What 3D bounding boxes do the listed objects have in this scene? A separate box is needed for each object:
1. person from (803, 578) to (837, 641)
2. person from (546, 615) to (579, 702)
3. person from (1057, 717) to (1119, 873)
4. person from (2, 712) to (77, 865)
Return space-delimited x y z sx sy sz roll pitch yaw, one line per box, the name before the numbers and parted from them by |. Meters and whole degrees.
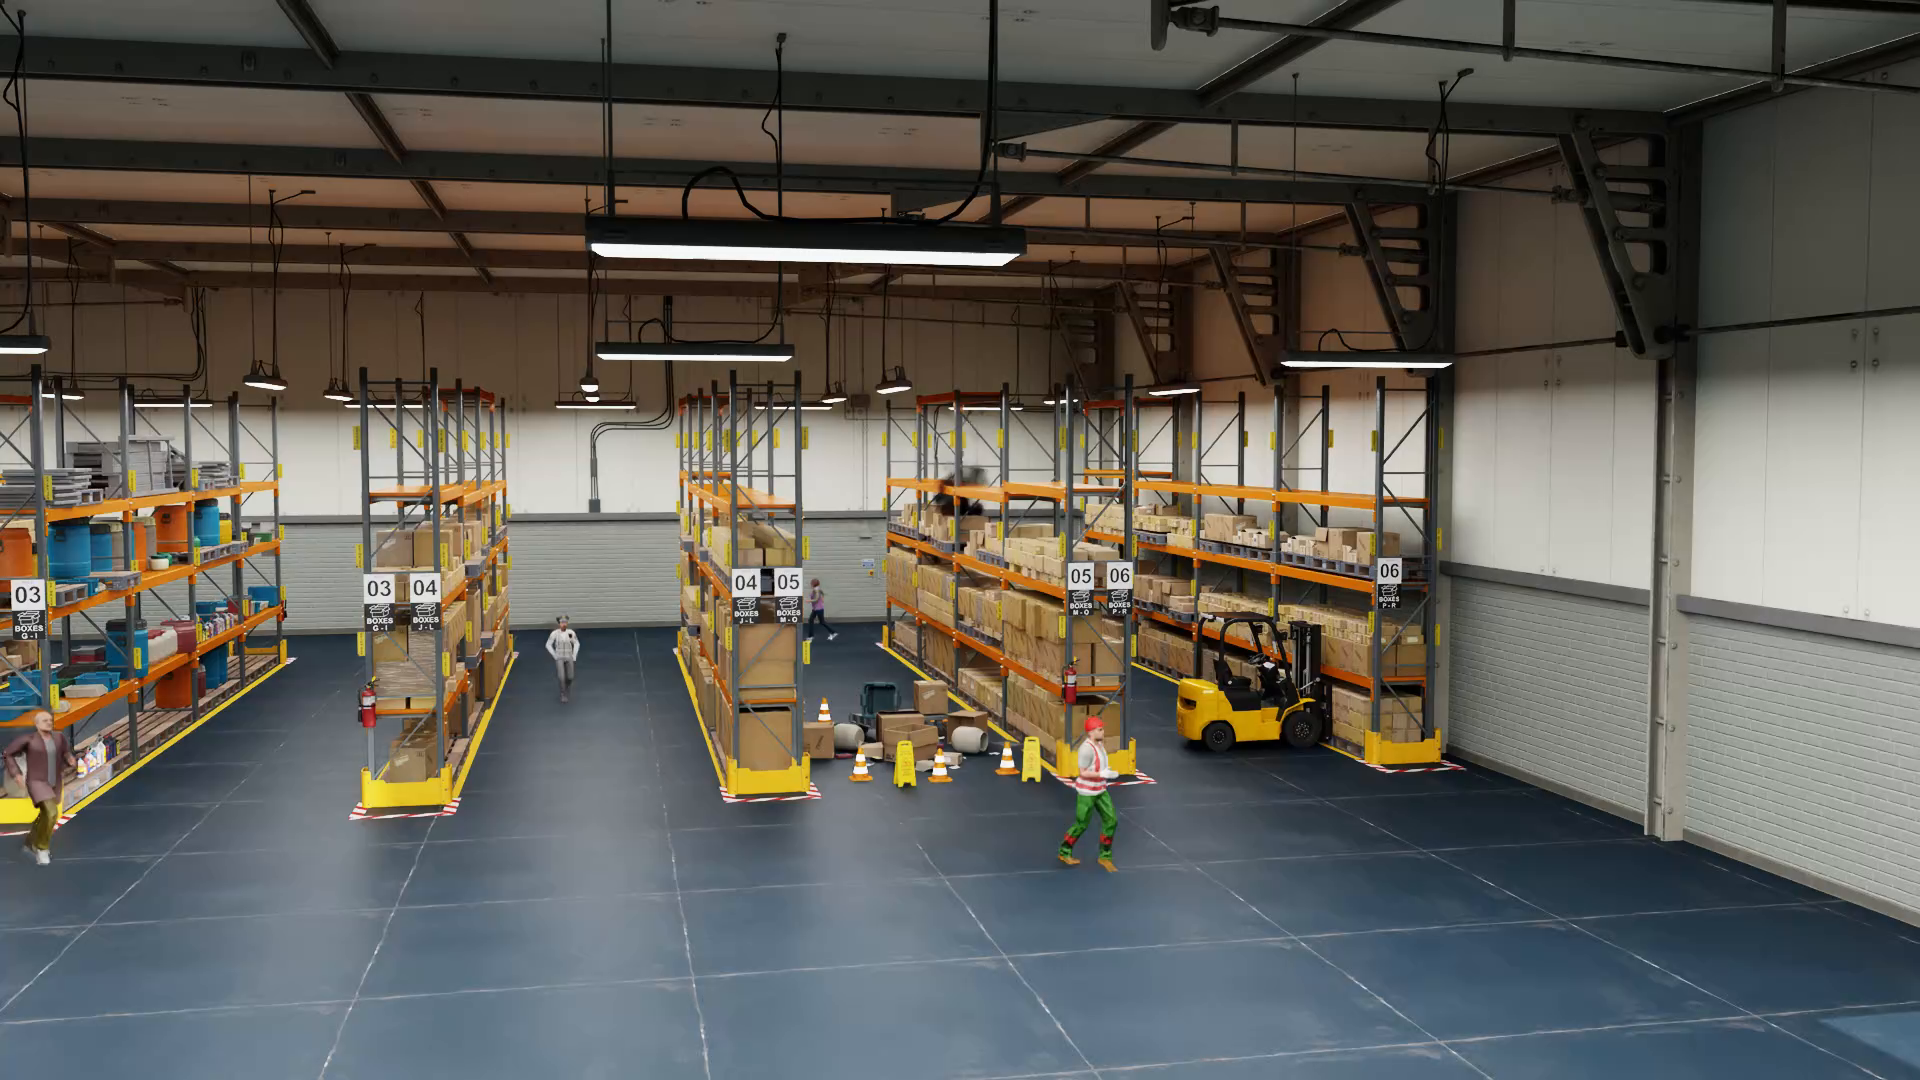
person | -3.484 1.751 41.365 0.850 1.626 0.481 -1 3 -12
person | -7.642 2.270 32.002 0.639 1.662 0.512 -1 4 -20
person | 1.528 2.968 19.319 0.828 1.846 0.600 2 4 34
person | -10.898 2.952 19.820 0.808 1.823 0.693 1 4 21
